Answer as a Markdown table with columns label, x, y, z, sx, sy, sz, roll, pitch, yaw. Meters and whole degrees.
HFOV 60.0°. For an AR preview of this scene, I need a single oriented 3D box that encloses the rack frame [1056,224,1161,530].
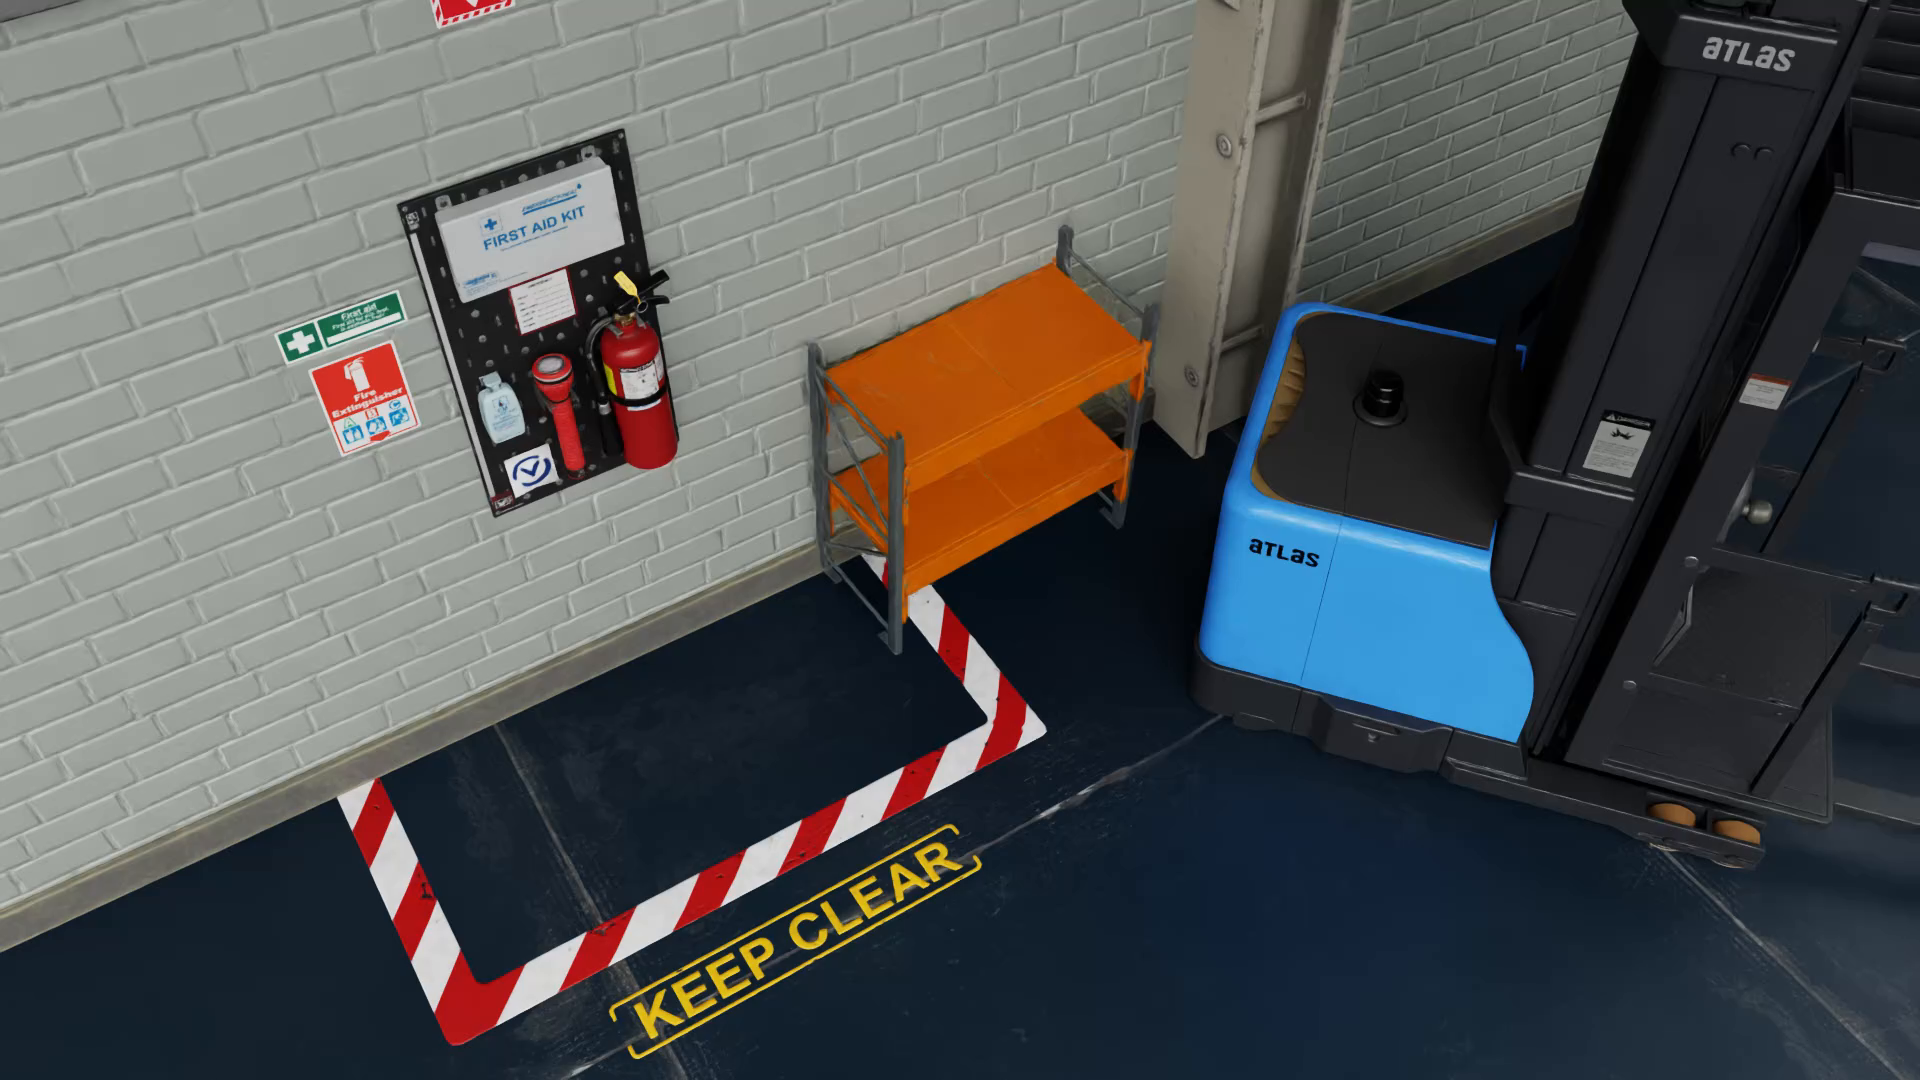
| label | x | y | z | sx | sy | sz | roll | pitch | yaw |
| --- | --- | --- | --- | --- | --- | --- | --- | --- | --- |
| rack frame | 0.478 | -0.558 | 5.974 | 0.032 | 1.125 | 0.500 | -29 | 58 | -23 |

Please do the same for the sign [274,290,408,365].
| label | x | y | z | sx | sy | sz | roll | pitch | yaw |
| --- | --- | --- | --- | --- | --- | --- | --- | --- | --- |
| sign | -1.619 | -0.558 | 4.360 | 0.331 | 0.109 | 0.001 | -25 | 53 | -21 |

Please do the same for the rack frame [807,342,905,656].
| label | x | y | z | sx | sy | sz | roll | pitch | yaw |
| --- | --- | --- | --- | --- | --- | --- | --- | --- | --- |
| rack frame | -0.343 | -0.108 | 5.578 | 0.032 | 1.125 | 0.500 | -29 | 58 | -23 |

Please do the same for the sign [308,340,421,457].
| label | x | y | z | sx | sy | sz | roll | pitch | yaw |
| --- | --- | --- | --- | --- | --- | --- | --- | --- | --- |
| sign | -1.628 | -0.386 | 4.561 | 0.234 | 0.329 | 0.001 | -25 | 53 | -21 |

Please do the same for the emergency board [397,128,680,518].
| label | x | y | z | sx | sy | sz | roll | pitch | yaw |
| --- | --- | --- | --- | --- | --- | --- | --- | --- | --- |
| emergency board | -1.105 | -0.529 | 4.713 | 0.643 | 1.169 | 0.194 | -25 | 53 | -21 |

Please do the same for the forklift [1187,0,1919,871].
| label | x | y | z | sx | sy | sz | roll | pitch | yaw |
| --- | --- | --- | --- | --- | --- | --- | --- | --- | --- |
| forklift | 2.353 | -0.377 | 4.624 | 3.031 | 2.935 | 1.130 | 14 | 50 | 12 |

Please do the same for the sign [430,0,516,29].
| label | x | y | z | sx | sy | sz | roll | pitch | yaw |
| --- | --- | --- | --- | --- | --- | --- | --- | --- | --- |
| sign | -1.165 | -1.360 | 3.900 | 0.199 | 0.298 | 0.001 | -25 | 53 | -21 |

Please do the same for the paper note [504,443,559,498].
| label | x | y | z | sx | sy | sz | roll | pitch | yaw |
| --- | --- | --- | --- | --- | --- | --- | --- | --- | --- |
| paper note | -1.292 | -0.209 | 5.018 | 0.142 | 0.148 | 0.016 | -25 | 53 | -21 |

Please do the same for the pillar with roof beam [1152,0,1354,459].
| label | x | y | z | sx | sy | sz | roll | pitch | yaw |
| --- | --- | --- | --- | --- | --- | --- | --- | --- | --- |
| pillar with roof beam | 3.302 | -0.766 | 0.906 | 0.400 | 9.000 | 9.100 | -25 | 53 | -21 |

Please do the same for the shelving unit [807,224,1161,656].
| label | x | y | z | sx | sy | sz | roll | pitch | yaw |
| --- | --- | --- | --- | --- | --- | --- | --- | --- | --- |
| shelving unit | 0.067 | -0.333 | 5.776 | 1.048 | 1.125 | 0.538 | -29 | 58 | -23 |

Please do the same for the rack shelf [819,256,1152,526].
| label | x | y | z | sx | sy | sz | roll | pitch | yaw |
| --- | --- | --- | --- | --- | --- | --- | --- | --- | --- |
| rack shelf | 0.077 | -0.516 | 5.548 | 1.000 | 0.278 | 0.538 | -29 | 58 | -23 |

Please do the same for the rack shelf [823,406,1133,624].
| label | x | y | z | sx | sy | sz | roll | pitch | yaw |
| --- | --- | --- | --- | --- | --- | --- | --- | --- | --- |
| rack shelf | 0.059 | -0.180 | 5.966 | 1.000 | 0.278 | 0.538 | -29 | 58 | -23 |
